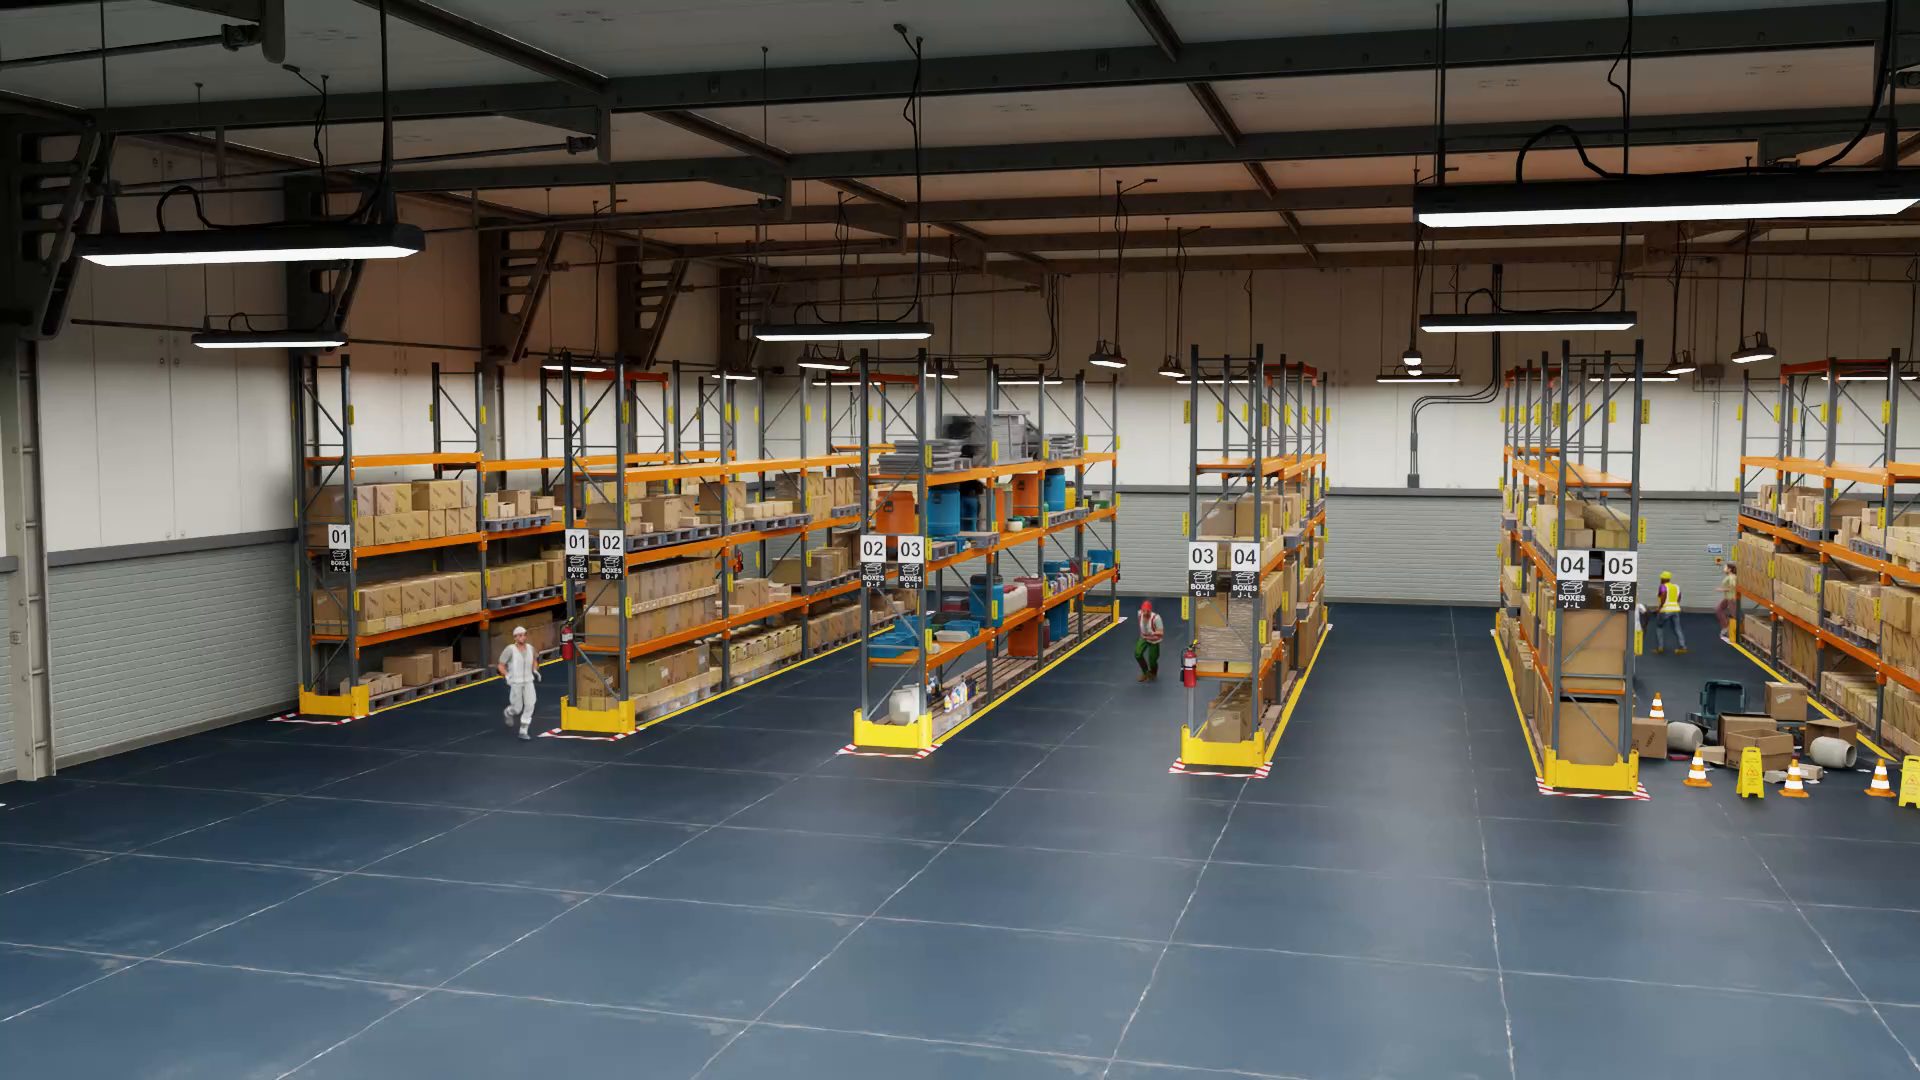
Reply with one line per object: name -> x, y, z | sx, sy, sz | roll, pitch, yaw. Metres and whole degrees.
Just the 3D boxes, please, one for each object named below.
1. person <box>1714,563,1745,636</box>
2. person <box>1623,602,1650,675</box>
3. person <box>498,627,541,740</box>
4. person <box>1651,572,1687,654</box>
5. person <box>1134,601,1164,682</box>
person -> 17.495, 1.359, 37.692 | 0.776, 1.673, 0.498 | 1, 4, 14
person -> 12.923, 1.791, 32.024 | 0.609, 1.680, 0.719 | 1, 4, 9
person -> -6.852, 2.205, 25.835 | 0.665, 1.742, 0.749 | -3, 5, -37
person -> 14.792, 1.540, 34.677 | 0.714, 1.734, 0.983 | -1, 4, -12
person -> 3.534, 1.876, 30.936 | 0.674, 1.545, 1.105 | 2, 5, 27
